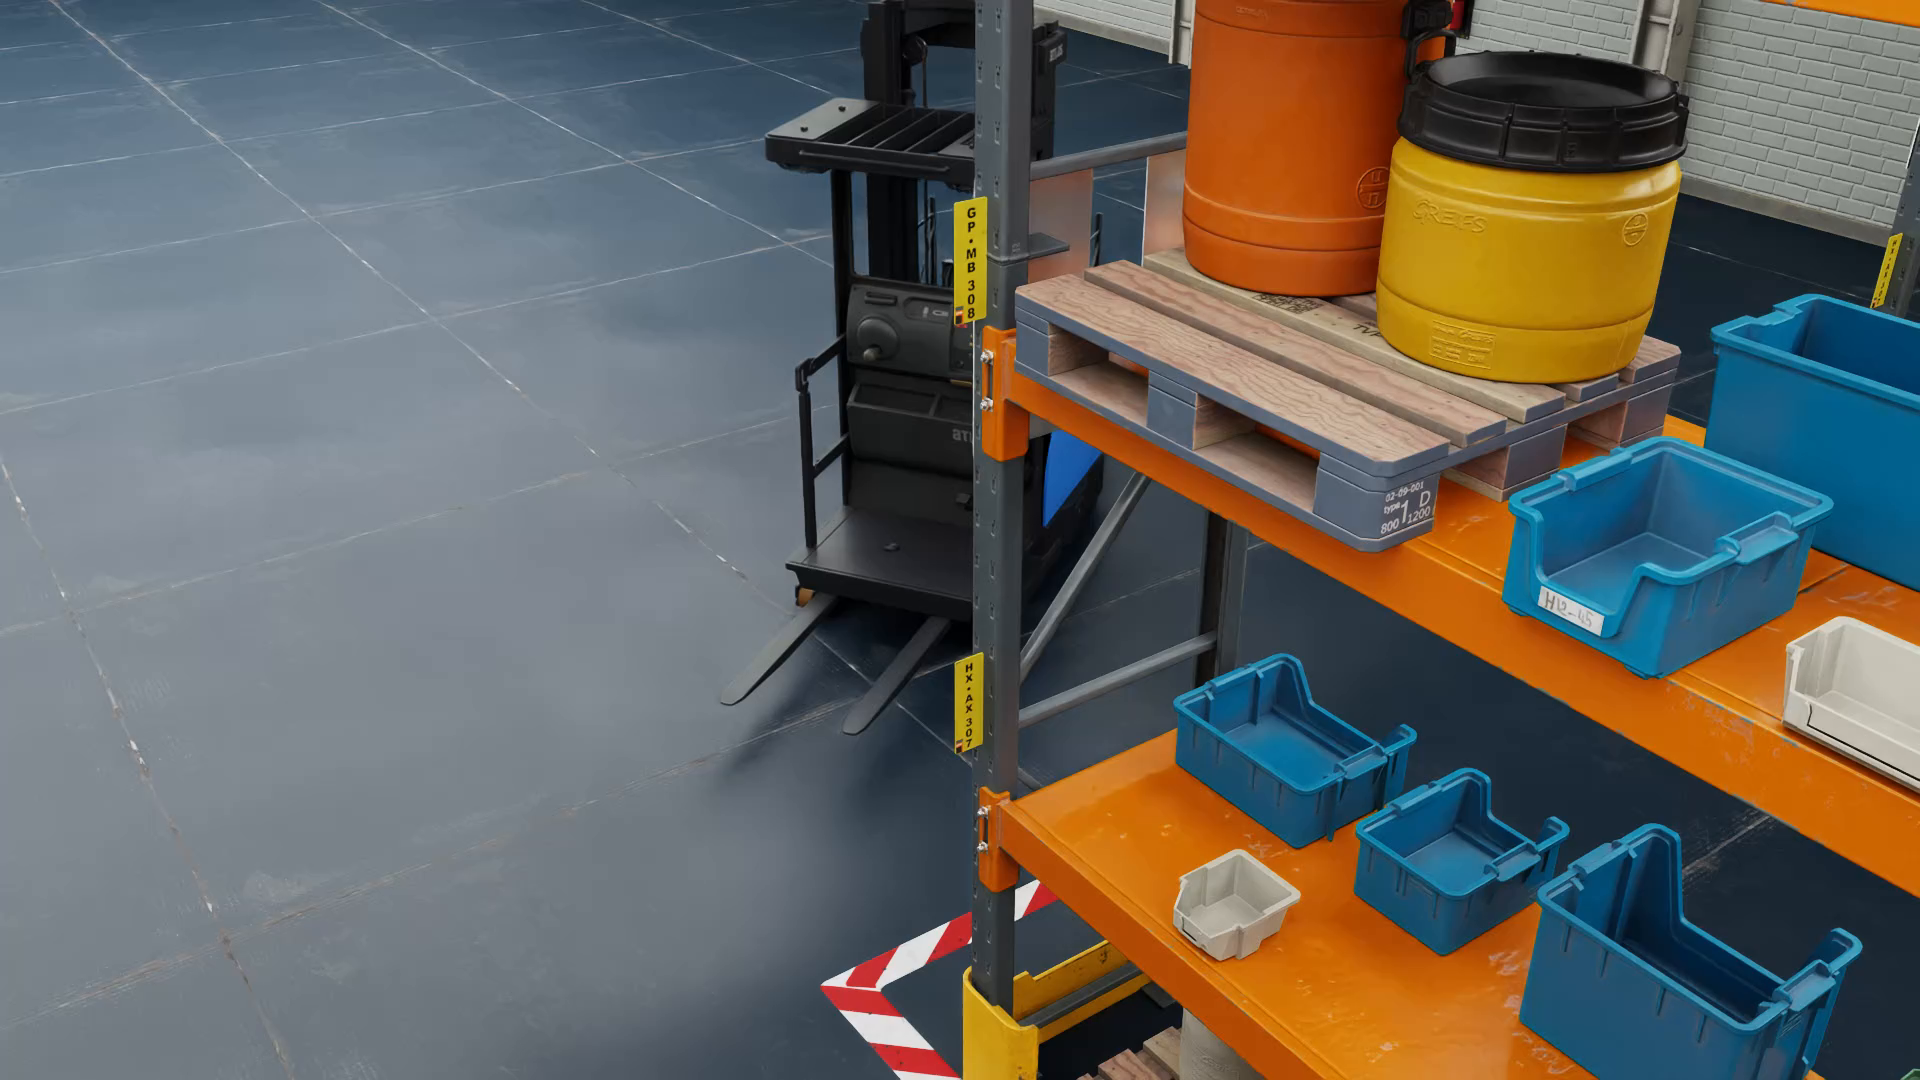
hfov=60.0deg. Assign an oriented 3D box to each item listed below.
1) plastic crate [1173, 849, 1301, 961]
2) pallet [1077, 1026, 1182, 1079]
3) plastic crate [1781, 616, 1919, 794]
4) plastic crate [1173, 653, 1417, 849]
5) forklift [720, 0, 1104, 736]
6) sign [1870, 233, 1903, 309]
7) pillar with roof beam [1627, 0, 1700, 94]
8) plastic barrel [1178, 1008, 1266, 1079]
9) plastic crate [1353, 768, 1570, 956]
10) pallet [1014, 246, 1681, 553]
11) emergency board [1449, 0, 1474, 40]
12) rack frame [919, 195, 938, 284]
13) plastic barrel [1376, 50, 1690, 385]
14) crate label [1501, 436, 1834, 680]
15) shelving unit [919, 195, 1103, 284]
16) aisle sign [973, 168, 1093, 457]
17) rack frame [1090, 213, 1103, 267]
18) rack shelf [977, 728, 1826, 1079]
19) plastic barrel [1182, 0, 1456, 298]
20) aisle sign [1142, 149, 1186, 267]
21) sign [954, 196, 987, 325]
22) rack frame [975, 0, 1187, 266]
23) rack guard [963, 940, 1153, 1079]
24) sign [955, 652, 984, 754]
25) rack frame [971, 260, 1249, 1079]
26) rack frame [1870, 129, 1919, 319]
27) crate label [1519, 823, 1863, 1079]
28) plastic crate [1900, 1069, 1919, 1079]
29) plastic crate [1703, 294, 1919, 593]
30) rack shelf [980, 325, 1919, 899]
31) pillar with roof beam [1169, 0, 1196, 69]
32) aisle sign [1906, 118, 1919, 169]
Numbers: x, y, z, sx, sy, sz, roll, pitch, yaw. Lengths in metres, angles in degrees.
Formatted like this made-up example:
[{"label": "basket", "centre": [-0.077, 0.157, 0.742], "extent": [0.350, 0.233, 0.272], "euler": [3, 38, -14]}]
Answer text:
[{"label": "plastic crate", "centre": [0.735, 1.009, 4.525], "extent": [0.298, 0.136, 0.250], "euler": [-19, 34, -31]}, {"label": "pallet", "centre": [1.027, 2.015, 5.318], "extent": [1.003, 0.211, 1.213], "euler": [-19, 34, -31]}, {"label": "plastic crate", "centre": [1.538, 0.297, 2.694], "extent": [0.243, 0.136, 0.396], "euler": [-19, 34, -31]}, {"label": "plastic crate", "centre": [1.012, 0.633, 5.097], "extent": [0.499, 0.251, 0.616], "euler": [-19, 34, -31]}, {"label": "forklift", "centre": [-0.198, -0.974, 7.973], "extent": [1.130, 2.935, 3.031], "euler": [11, 30, 19]}, {"label": "sign", "centre": [4.059, -1.178, 7.285], "extent": [0.100, 0.325, 0.005], "euler": [-19, 34, -31]}, {"label": "pillar with roof beam", "centre": [2.671, -6.031, 10.926], "extent": [9.100, 9.000, 0.400], "euler": [-19, 34, -31]}, {"label": "plastic barrel", "centre": [0.922, 1.600, 5.328], "extent": [0.421, 0.512, 0.421], "euler": [0, 29, 0]}, {"label": "plastic crate", "centre": [1.384, 0.887, 4.629], "extent": [0.499, 0.251, 0.408], "euler": [-19, 34, -31]}, {"label": "pallet", "centre": [0.878, -0.430, 3.954], "extent": [1.003, 0.211, 1.213], "euler": [-19, 34, -31]}, {"label": "emergency board", "centre": [4.776, -5.558, 16.340], "extent": [0.194, 1.169, 0.643], "euler": [-19, 34, -31]}, {"label": "rack frame", "centre": [-0.233, -1.277, 10.028], "extent": [0.032, 1.500, 0.500], "euler": [10, 30, 17]}, {"label": "plastic barrel", "centre": [1.242, -0.721, 3.655], "extent": [0.600, 0.588, 0.600], "euler": [0, 29, 0]}, {"label": "crate label", "centre": [1.294, 0.022, 3.078], "extent": [0.502, 0.251, 0.408], "euler": [-19, 34, -31]}, {"label": "shelving unit", "centre": [0.253, -1.193, 9.874], "extent": [1.083, 1.500, 0.587], "euler": [10, 30, 17]}, {"label": "aisle sign", "centre": [0.197, -0.633, 4.549], "extent": [0.394, 0.787, 0.004], "euler": [-19, 34, -31]}, {"label": "rack frame", "centre": [0.723, -1.112, 9.725], "extent": [0.032, 1.500, 0.500], "euler": [10, 30, 17]}, {"label": "rack shelf", "centre": [1.638, 1.550, 4.007], "extent": [1.077, 0.370, 4.000], "euler": [-19, 34, -31]}, {"label": "plastic barrel", "centre": [0.863, -1.082, 4.065], "extent": [0.600, 0.830, 0.708], "euler": [-19, 34, -31]}, {"label": "aisle sign", "centre": [0.678, -0.796, 4.850], "extent": [0.394, 0.787, 0.004], "euler": [-19, 34, -31]}, {"label": "sign", "centre": [0.027, -0.715, 4.272], "extent": [0.100, 0.325, 0.005], "euler": [-19, 34, -31]}, {"label": "rack frame", "centre": [0.478, -2.180, 3.835], "extent": [1.000, 3.000, 0.127], "euler": [-19, 34, -31]}, {"label": "rack guard", "centre": [0.560, 1.571, 5.833], "extent": [1.175, 0.500, 0.348], "euler": [-19, 34, -31]}, {"label": "sign", "centre": [0.027, 0.485, 4.924], "extent": [0.100, 0.325, 0.005], "euler": [-19, 34, -31]}, {"label": "rack frame", "centre": [0.478, 0.456, 5.267], "extent": [1.000, 3.000, 0.127], "euler": [-19, 34, -31]}, {"label": "rack frame", "centre": [4.515, -0.914, 7.789], "extent": [1.000, 3.000, 0.127], "euler": [-19, 34, -31]}, {"label": "crate label", "centre": [1.766, 1.081, 4.079], "extent": [0.502, 0.435, 0.616], "euler": [-19, 34, -31]}, {"label": "plastic crate", "centre": [2.240, 1.498, 3.570], "extent": [0.450, 0.188, 0.662], "euler": [-19, 34, -31]}, {"label": "plastic crate", "centre": [1.829, -0.197, 3.343], "extent": [0.392, 0.384, 0.575], "euler": [-19, 34, -31]}, {"label": "rack shelf", "centre": [1.638, 0.232, 3.291], "extent": [1.077, 0.370, 4.000], "euler": [-19, 34, -31]}, {"label": "pillar with roof beam", "centre": [-0.809, -8.363, 15.221], "extent": [9.100, 9.000, 0.400], "euler": [-19, 34, -31]}, {"label": "aisle sign", "centre": [4.227, -1.997, 7.060], "extent": [0.394, 0.787, 0.004], "euler": [-19, 34, -31]}]
